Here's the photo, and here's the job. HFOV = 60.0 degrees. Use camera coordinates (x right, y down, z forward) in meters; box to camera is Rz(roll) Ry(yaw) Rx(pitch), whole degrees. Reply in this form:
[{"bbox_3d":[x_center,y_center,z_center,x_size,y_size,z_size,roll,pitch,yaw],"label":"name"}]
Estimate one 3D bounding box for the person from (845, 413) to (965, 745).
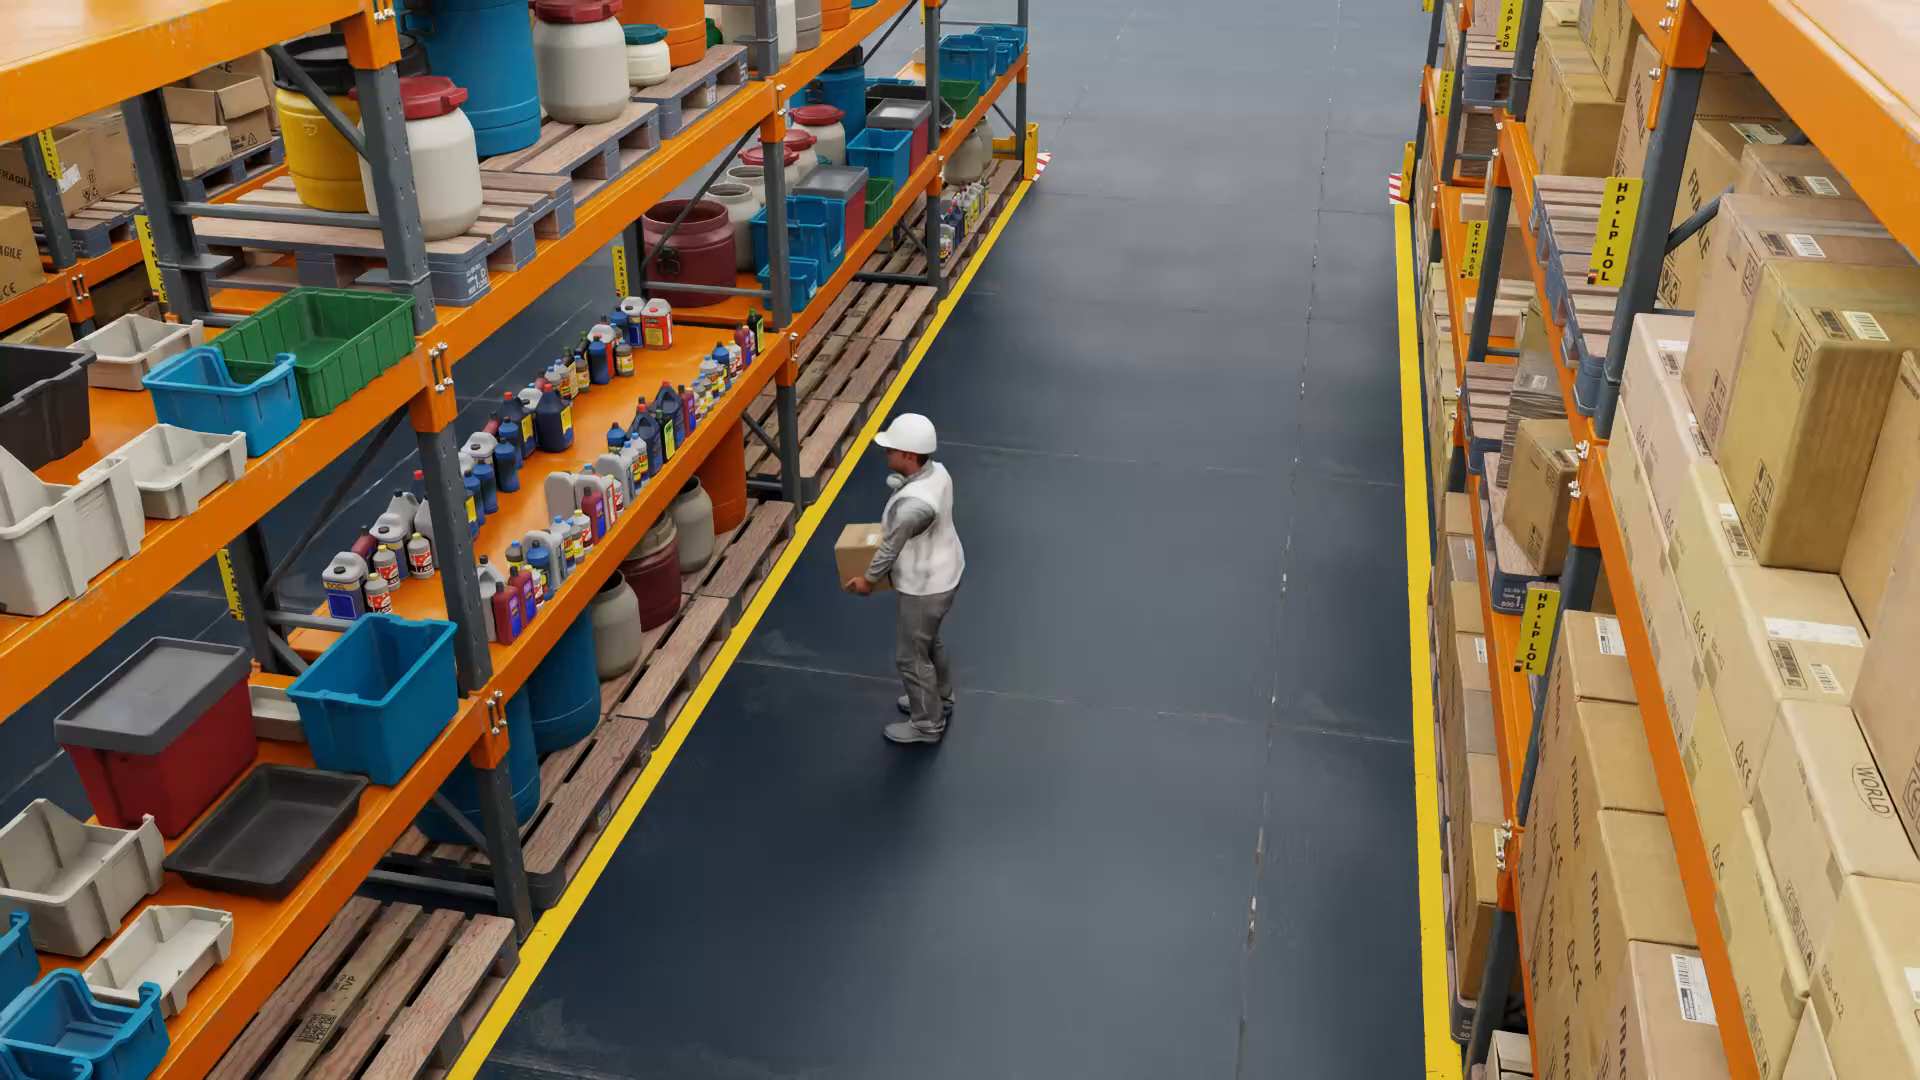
[{"bbox_3d":[-0.268,0.186,8.262,0.563,1.770,0.493,5,29,10],"label":"person"}]
